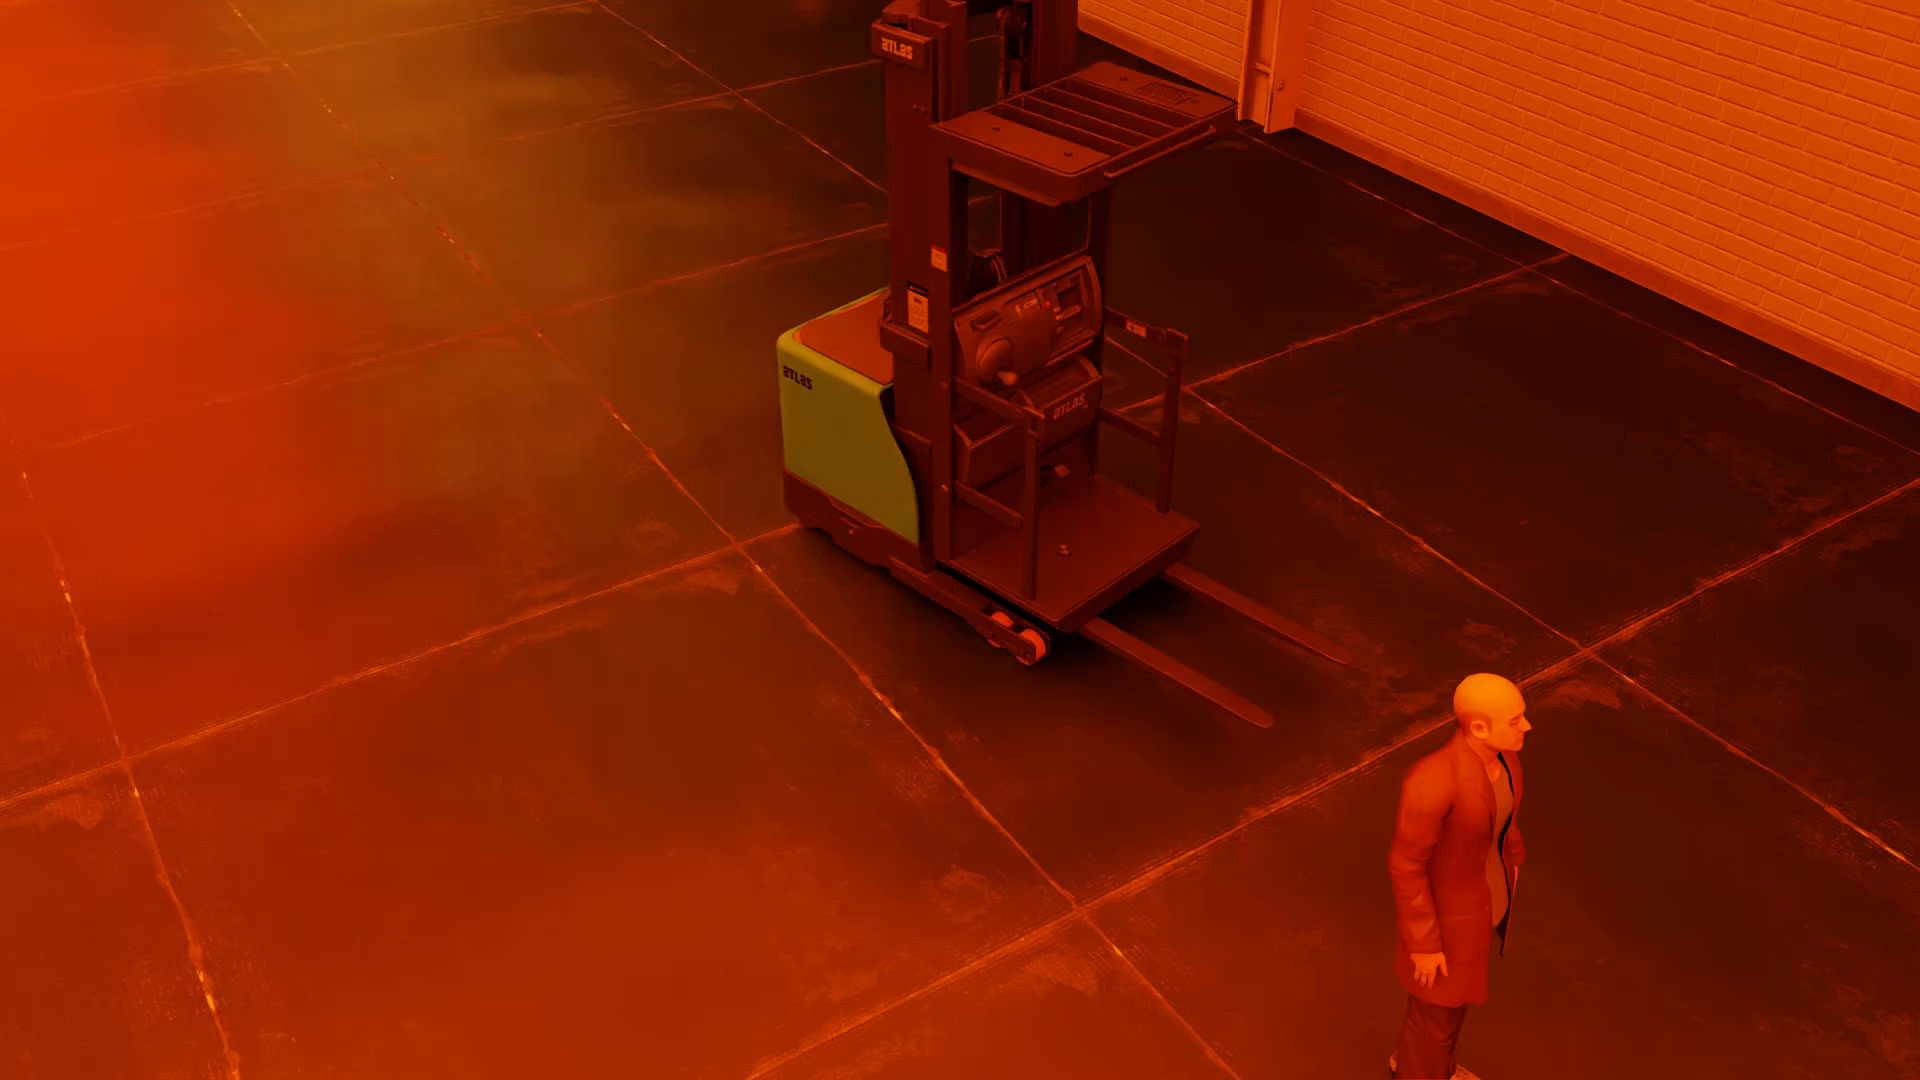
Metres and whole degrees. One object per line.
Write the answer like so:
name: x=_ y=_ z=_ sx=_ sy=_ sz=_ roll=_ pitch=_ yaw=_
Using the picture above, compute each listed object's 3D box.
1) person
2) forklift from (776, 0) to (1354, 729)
person: x=1.696 y=1.227 z=5.394 sx=0.581 sy=1.776 sz=0.694 roll=27 pitch=43 yaw=33
forklift: x=0.472 y=-0.949 z=7.498 sx=3.031 sy=2.935 sz=1.130 roll=29 pitch=44 yaw=35
